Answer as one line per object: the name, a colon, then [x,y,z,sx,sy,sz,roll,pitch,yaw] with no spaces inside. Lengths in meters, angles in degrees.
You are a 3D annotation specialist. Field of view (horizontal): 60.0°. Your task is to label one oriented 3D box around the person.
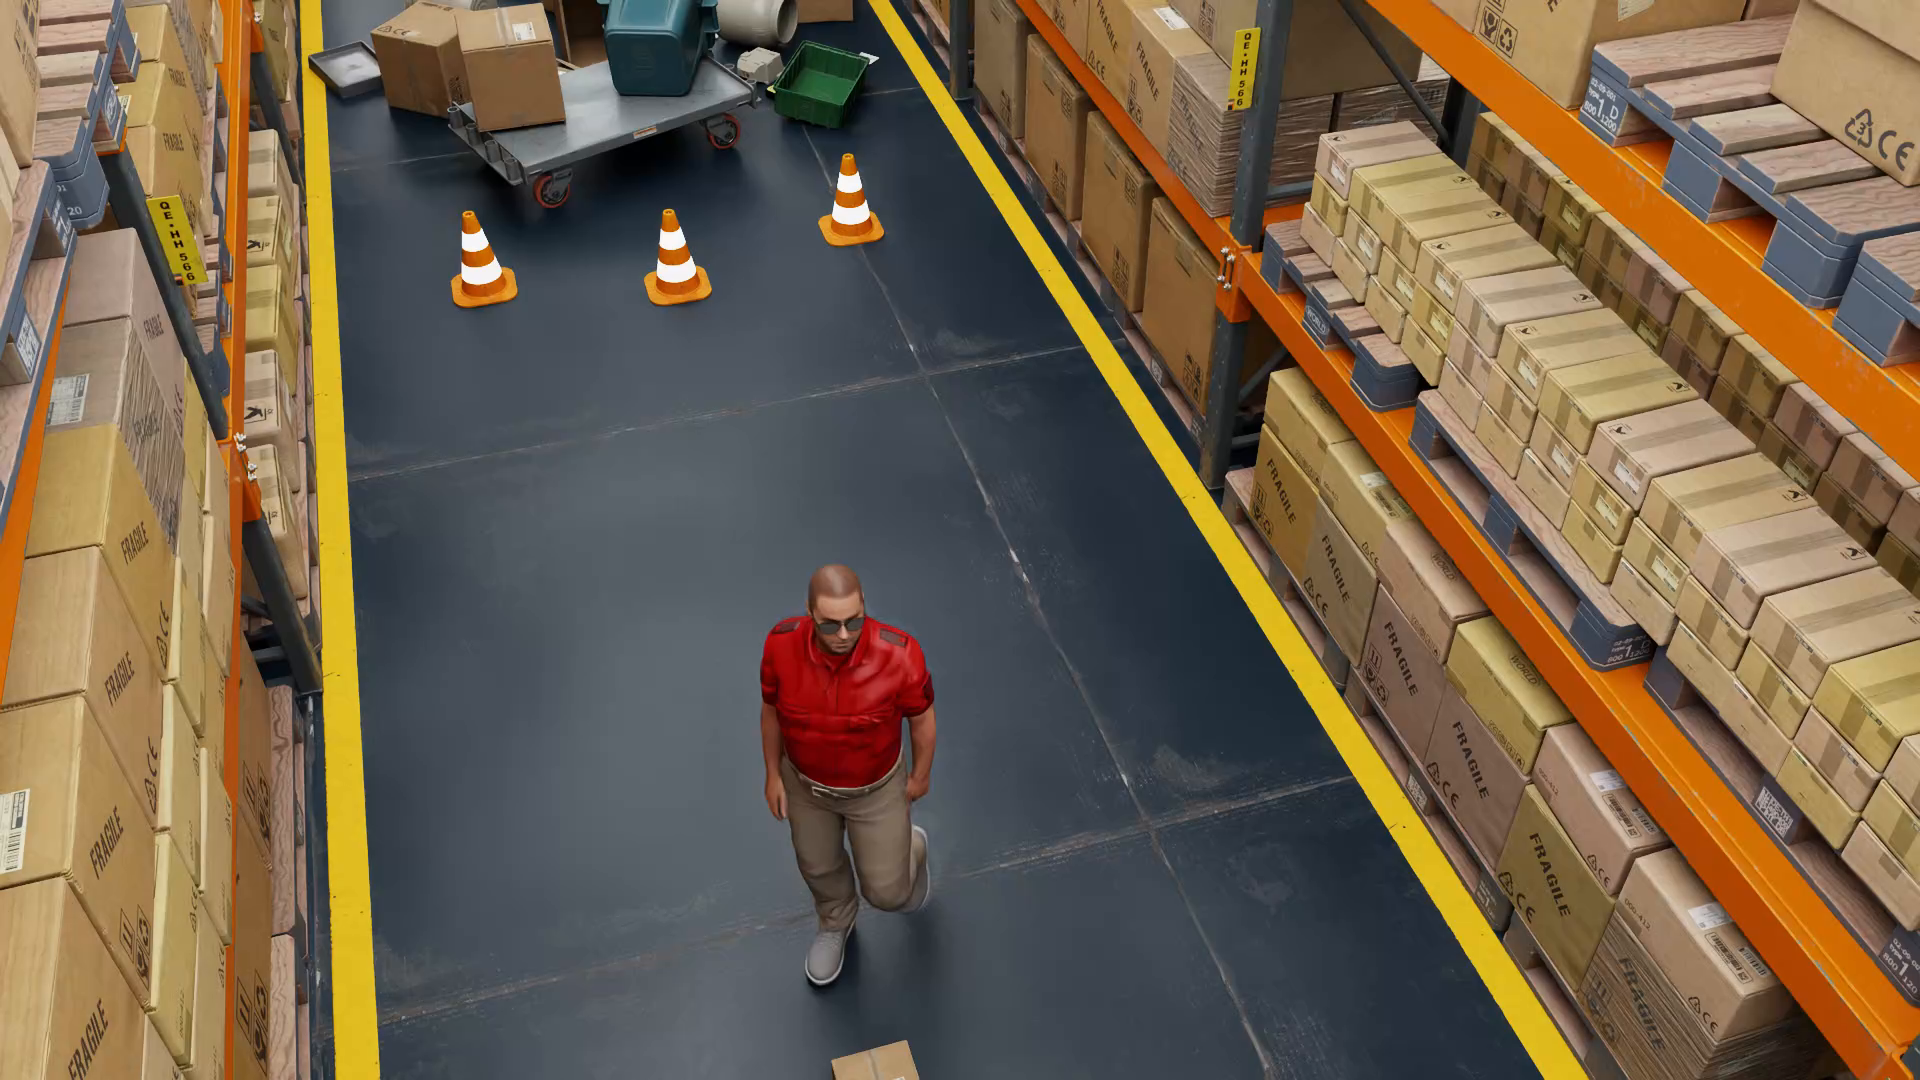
person: [-0.352,0.737,5.330,0.550,1.714,0.553,10,43,11]
